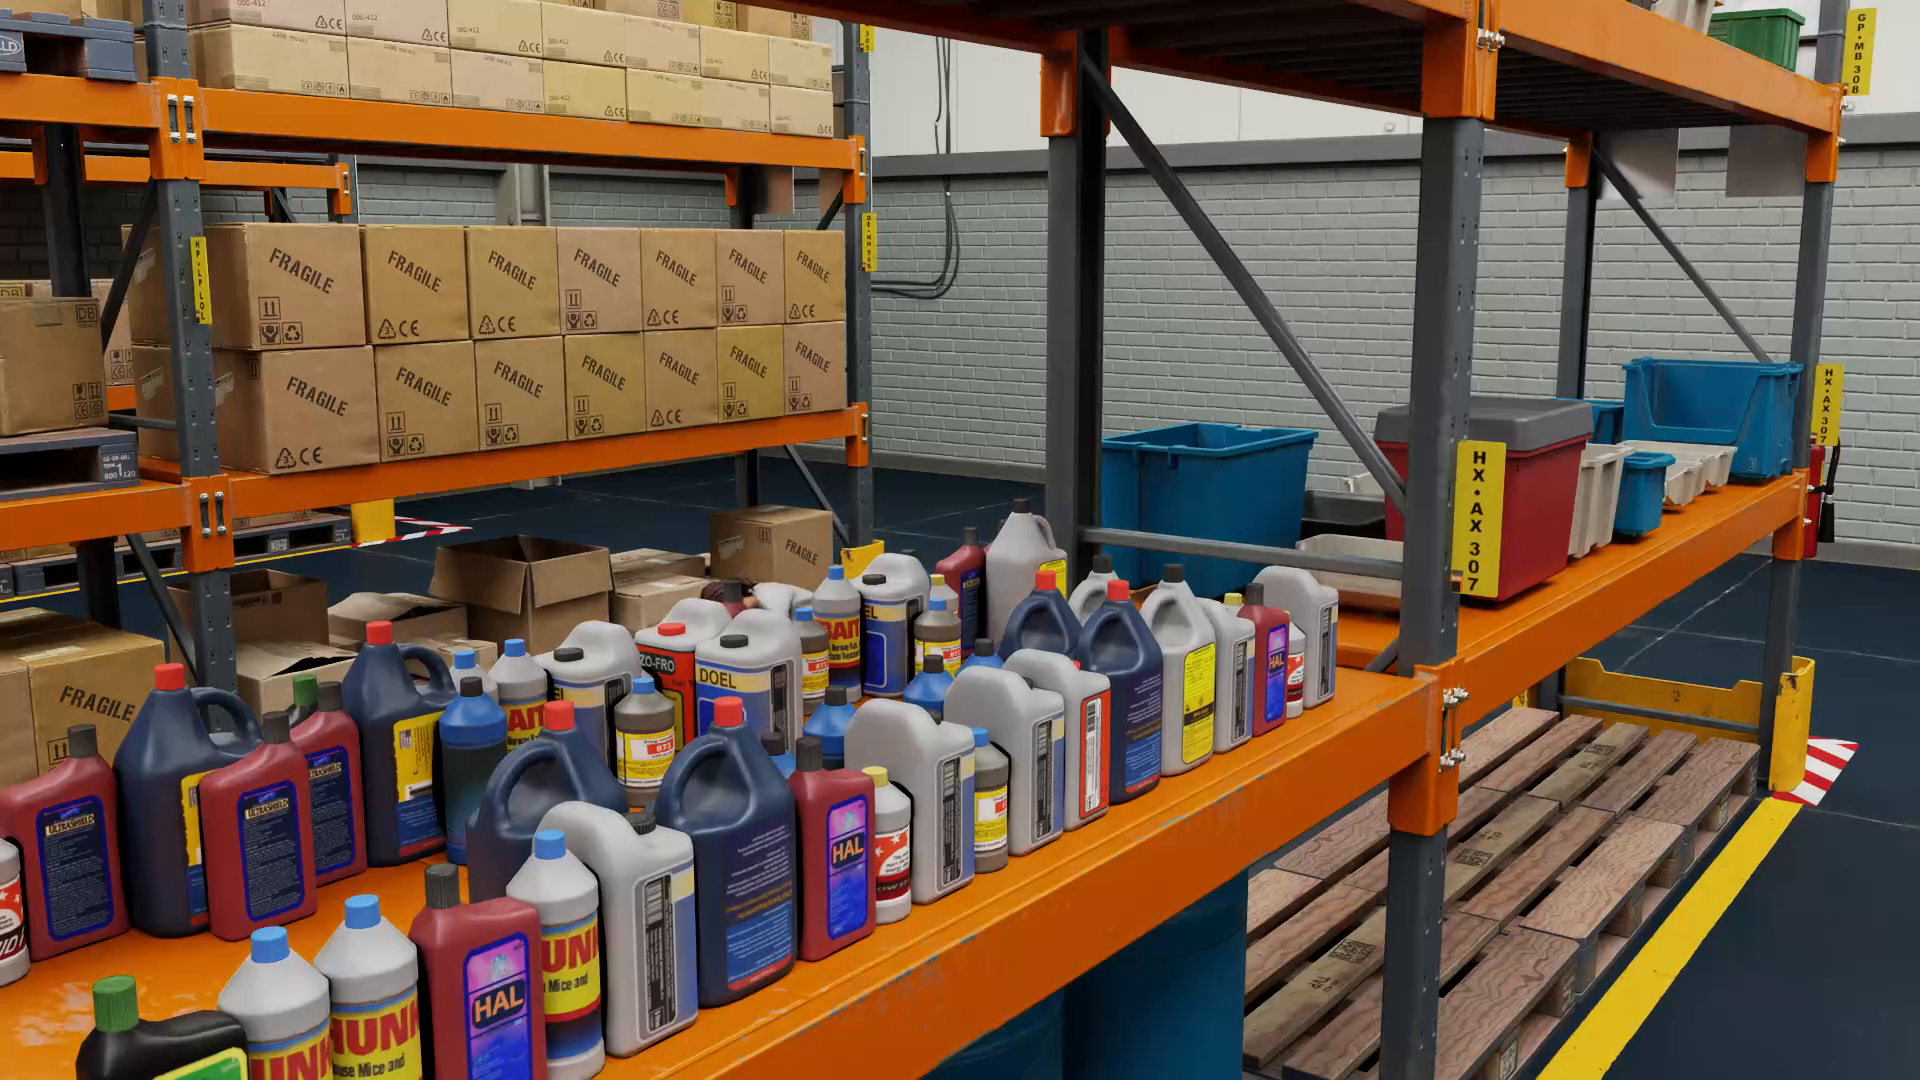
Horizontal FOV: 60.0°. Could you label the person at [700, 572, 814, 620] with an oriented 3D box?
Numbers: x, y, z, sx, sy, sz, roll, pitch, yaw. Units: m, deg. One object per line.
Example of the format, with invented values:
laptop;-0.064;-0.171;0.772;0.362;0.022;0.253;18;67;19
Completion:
person;-0.903;0.529;7.793;0.475;0.822;0.832;9;13;43
